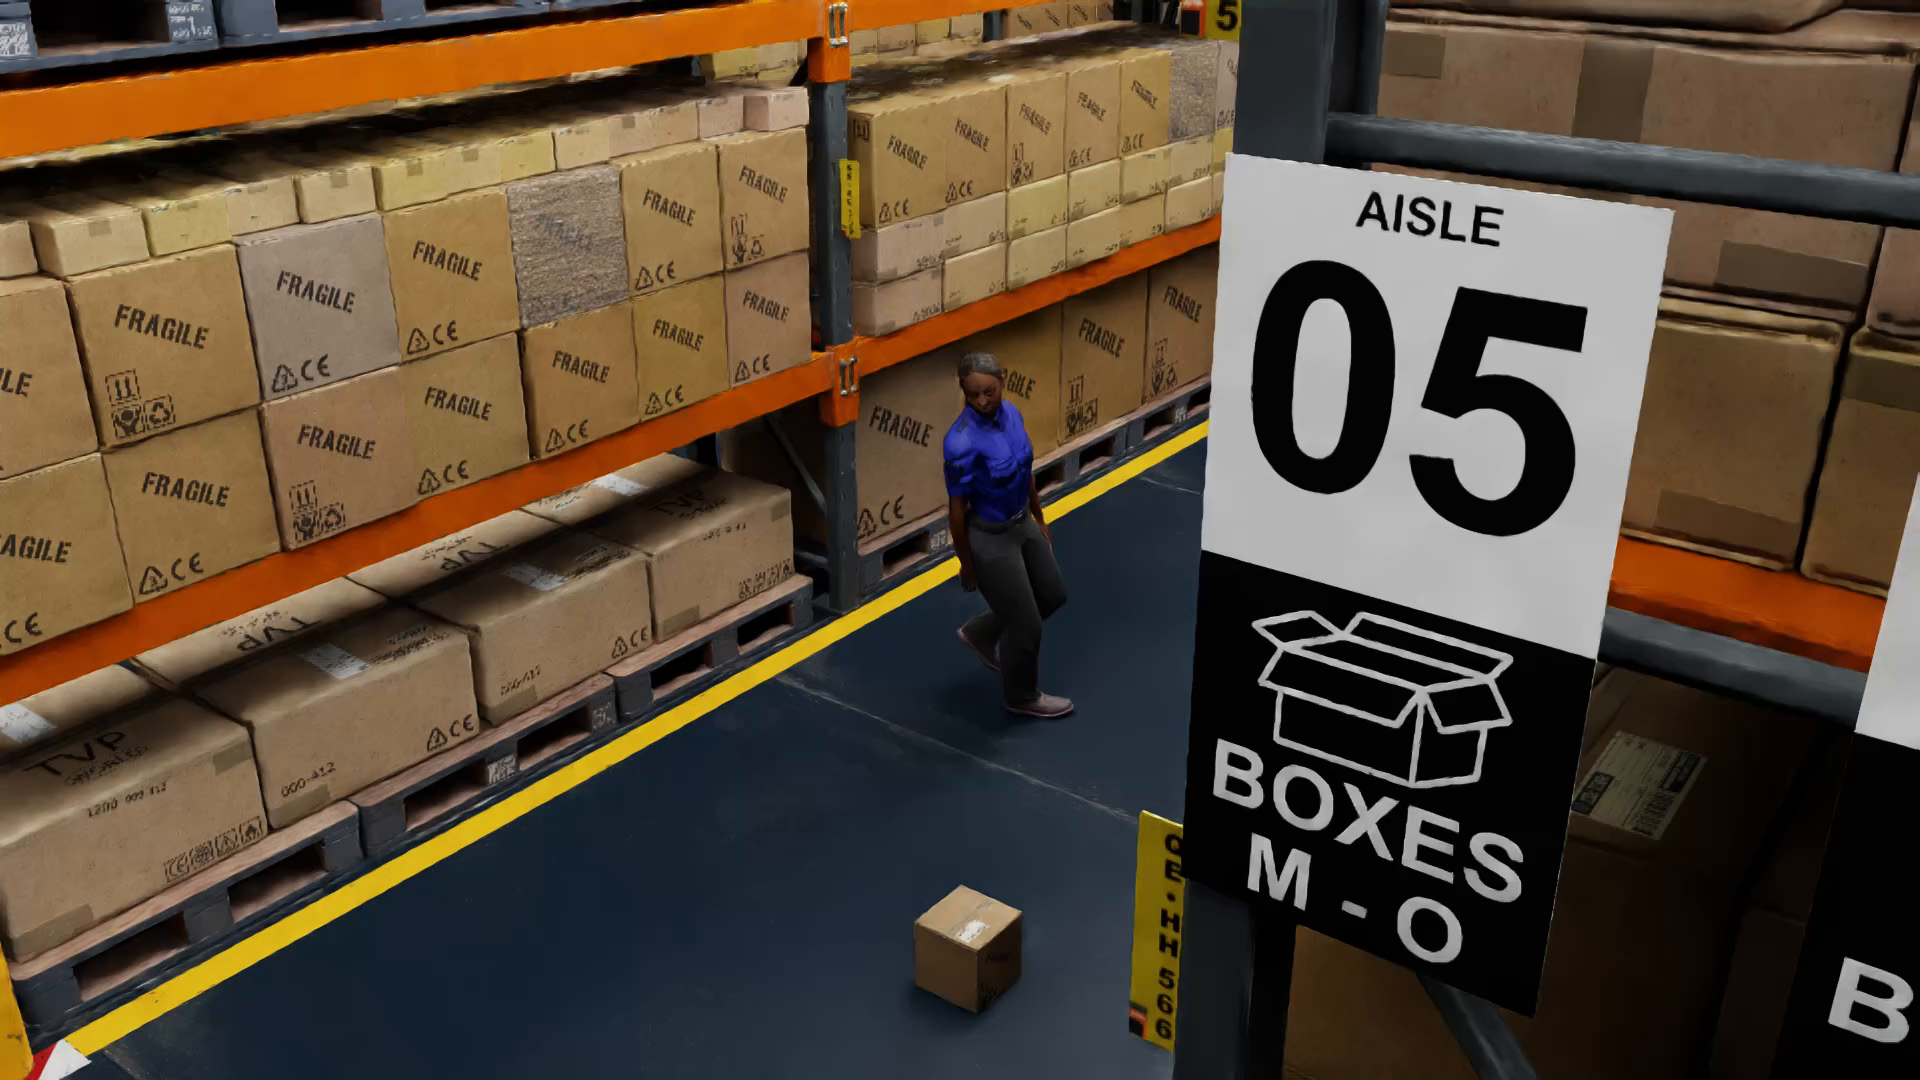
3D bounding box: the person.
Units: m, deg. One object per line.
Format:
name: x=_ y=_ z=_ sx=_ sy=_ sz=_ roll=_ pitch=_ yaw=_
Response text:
person: x=0.156 y=-0.004 z=6.659 sx=0.554 sy=1.619 sz=0.550 roll=12 pitch=26 yaw=25
